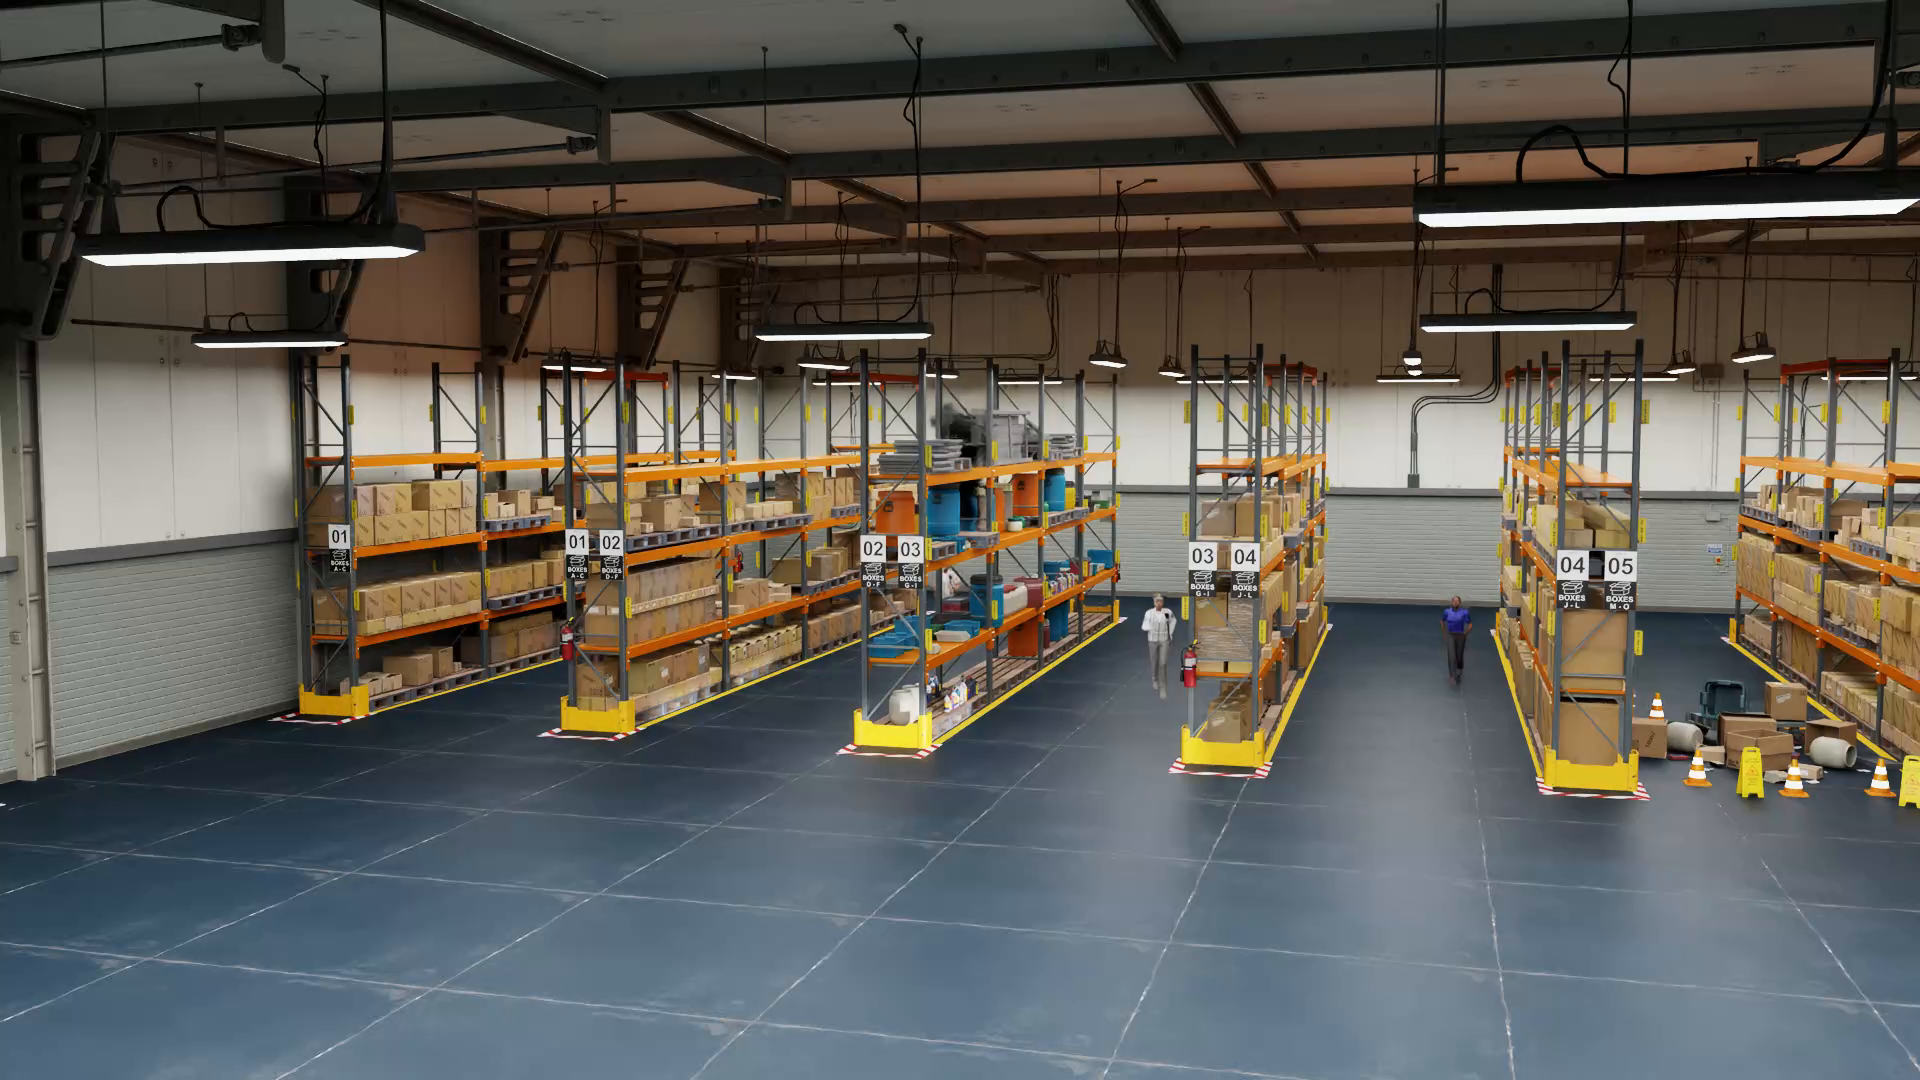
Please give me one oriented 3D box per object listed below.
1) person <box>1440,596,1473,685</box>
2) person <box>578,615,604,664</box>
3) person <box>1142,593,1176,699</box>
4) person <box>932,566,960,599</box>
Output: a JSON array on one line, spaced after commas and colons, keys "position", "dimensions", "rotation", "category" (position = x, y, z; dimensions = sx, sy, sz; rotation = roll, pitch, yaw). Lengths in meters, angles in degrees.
[{"position": [9.301, 1.862, 31.188], "dimensions": [0.592, 1.657, 0.786], "rotation": [2, 5, 20], "category": "person"}, {"position": [-6.578, 1.918, 29.970], "dimensions": [0.647, 1.675, 0.580], "rotation": [0, 4, 4], "category": "person"}, {"position": [3.362, 1.763, 28.141], "dimensions": [0.557, 1.765, 0.780], "rotation": [1, 4, 10], "category": "person"}, {"position": [-0.323, 1.284, 37.980], "dimensions": [0.656, 1.740, 0.664], "rotation": [1, 4, 10], "category": "person"}]
